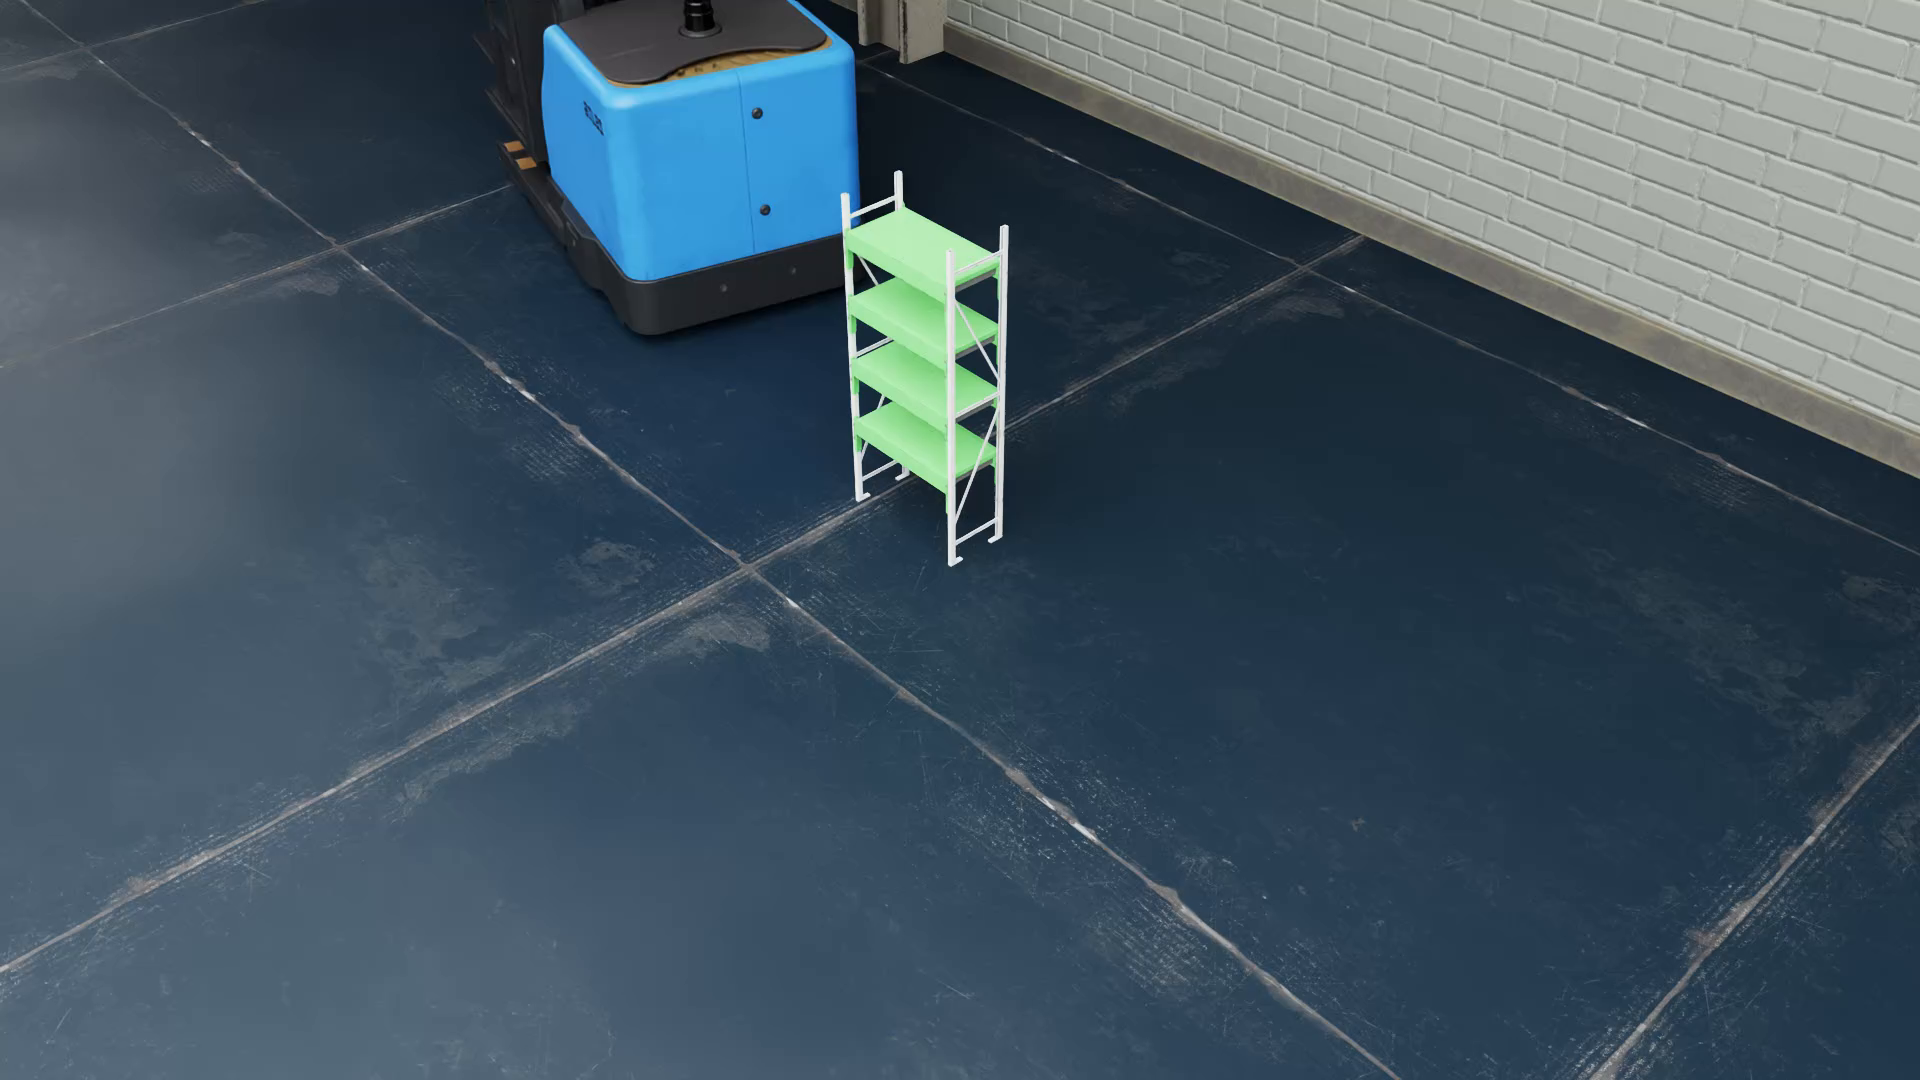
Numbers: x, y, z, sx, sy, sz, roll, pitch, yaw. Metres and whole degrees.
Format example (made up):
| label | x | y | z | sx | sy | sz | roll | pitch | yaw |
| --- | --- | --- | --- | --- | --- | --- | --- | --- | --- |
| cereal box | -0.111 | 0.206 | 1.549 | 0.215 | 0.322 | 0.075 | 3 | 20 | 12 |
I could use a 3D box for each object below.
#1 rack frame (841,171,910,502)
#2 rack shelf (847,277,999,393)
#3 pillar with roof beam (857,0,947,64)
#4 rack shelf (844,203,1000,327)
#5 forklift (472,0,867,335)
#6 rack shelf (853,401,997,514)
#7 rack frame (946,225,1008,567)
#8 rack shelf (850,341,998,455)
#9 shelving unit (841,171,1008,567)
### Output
| label | x | y | z | sx | sy | sz | roll | pitch | yaw |
| --- | --- | --- | --- | --- | --- | --- | --- | --- | --- |
| rack frame | -0.277 | -0.656 | 5.608 | 0.240 | 1.200 | 0.015 | -30 | 48 | -32 |
| rack shelf | -0.112 | -0.680 | 5.357 | 0.258 | 0.148 | 0.480 | -30 | 48 | -32 |
| pillar with roof beam | -3.482 | -4.375 | 4.005 | 9.100 | 9.000 | 0.400 | -30 | 48 | -32 |
| rack shelf | -0.112 | -0.867 | 5.206 | 0.258 | 0.148 | 0.480 | -30 | 48 | -32 |
| forklift | -1.530 | -2.874 | 6.976 | 1.130 | 2.935 | 3.031 | -19 | 42 | -21 |
| rack shelf | -0.112 | -0.307 | 5.659 | 0.258 | 0.148 | 0.480 | -30 | 48 | -32 |
| rack frame | 0.053 | -0.430 | 5.328 | 0.240 | 1.200 | 0.015 | -30 | 48 | -32 |
| rack shelf | -0.112 | -0.494 | 5.508 | 0.258 | 0.148 | 0.480 | -30 | 48 | -32 |
| shelving unit | -0.112 | -0.543 | 5.468 | 0.258 | 1.200 | 0.503 | -30 | 48 | -32 |
